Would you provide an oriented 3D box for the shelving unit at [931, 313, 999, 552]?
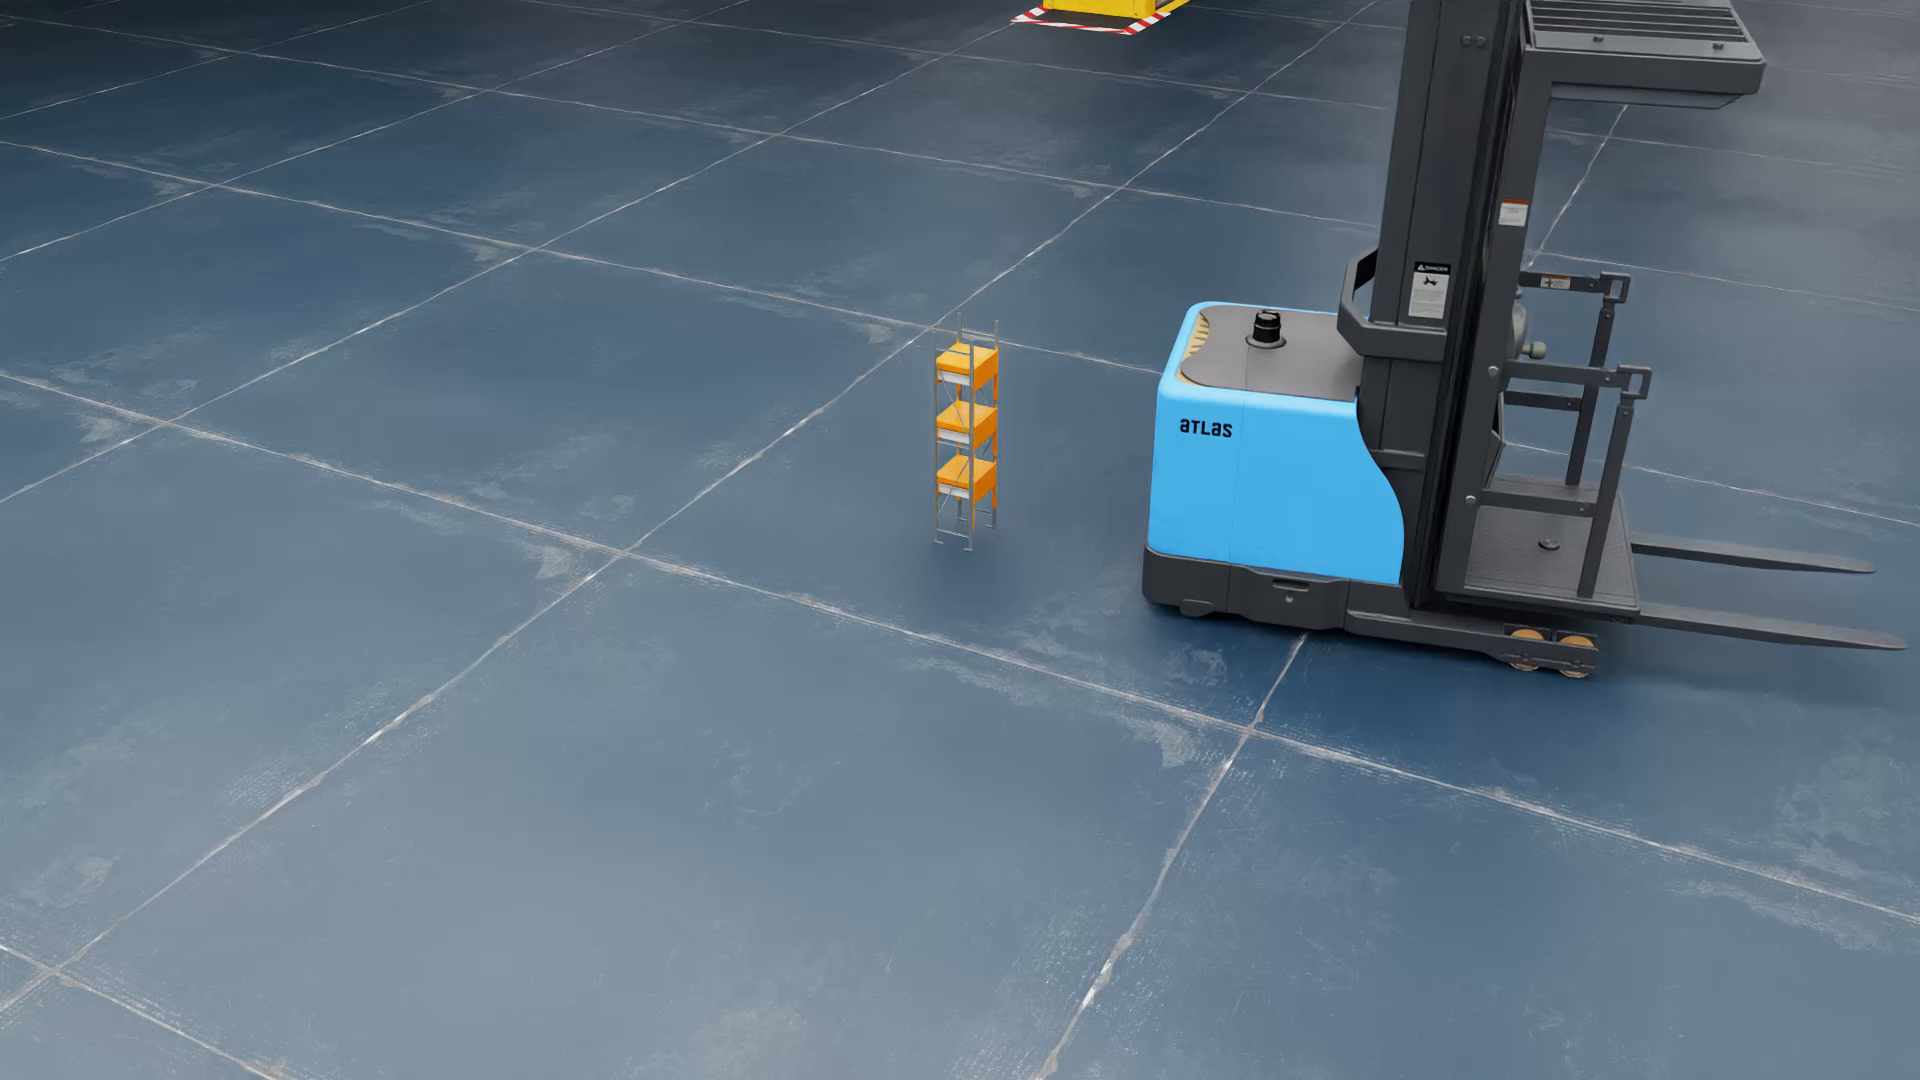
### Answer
[{"bbox_3d":[0.024,-0.479,7.530,0.215,1.050,0.252,14,33,23],"label":"shelving unit"}]

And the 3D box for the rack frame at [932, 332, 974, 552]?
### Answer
[{"bbox_3d":[-0.031,-0.425,7.436,0.200,1.050,0.008,14,33,23],"label":"rack frame"}]

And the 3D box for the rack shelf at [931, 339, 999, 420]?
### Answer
[{"bbox_3d":[0.024,-0.716,7.394,0.215,0.259,0.240,14,33,23],"label":"rack shelf"}]

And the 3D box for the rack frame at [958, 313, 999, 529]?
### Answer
[{"bbox_3d":[0.080,-0.533,7.624,0.200,1.050,0.008,14,33,23],"label":"rack frame"}]

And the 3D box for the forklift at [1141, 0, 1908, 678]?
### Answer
[{"bbox_3d":[2.363,-1.005,6.557,3.031,2.935,1.130,8,31,13],"label":"forklift"}]

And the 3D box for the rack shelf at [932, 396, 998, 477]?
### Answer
[{"bbox_3d":[0.024,-0.470,7.535,0.215,0.259,0.240,14,33,23],"label":"rack shelf"}]

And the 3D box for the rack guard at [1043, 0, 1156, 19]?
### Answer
[{"bbox_3d":[1.449,-5.762,17.283,1.175,0.500,0.348,14,33,23],"label":"rack guard"}]

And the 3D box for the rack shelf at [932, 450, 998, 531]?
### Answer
[{"bbox_3d":[0.024,-0.229,7.674,0.215,0.259,0.240,14,33,23],"label":"rack shelf"}]

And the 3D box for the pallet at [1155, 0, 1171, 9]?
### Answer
[{"bbox_3d":[1.824,-5.996,17.980,1.003,0.211,1.213,14,33,23],"label":"pallet"}]
